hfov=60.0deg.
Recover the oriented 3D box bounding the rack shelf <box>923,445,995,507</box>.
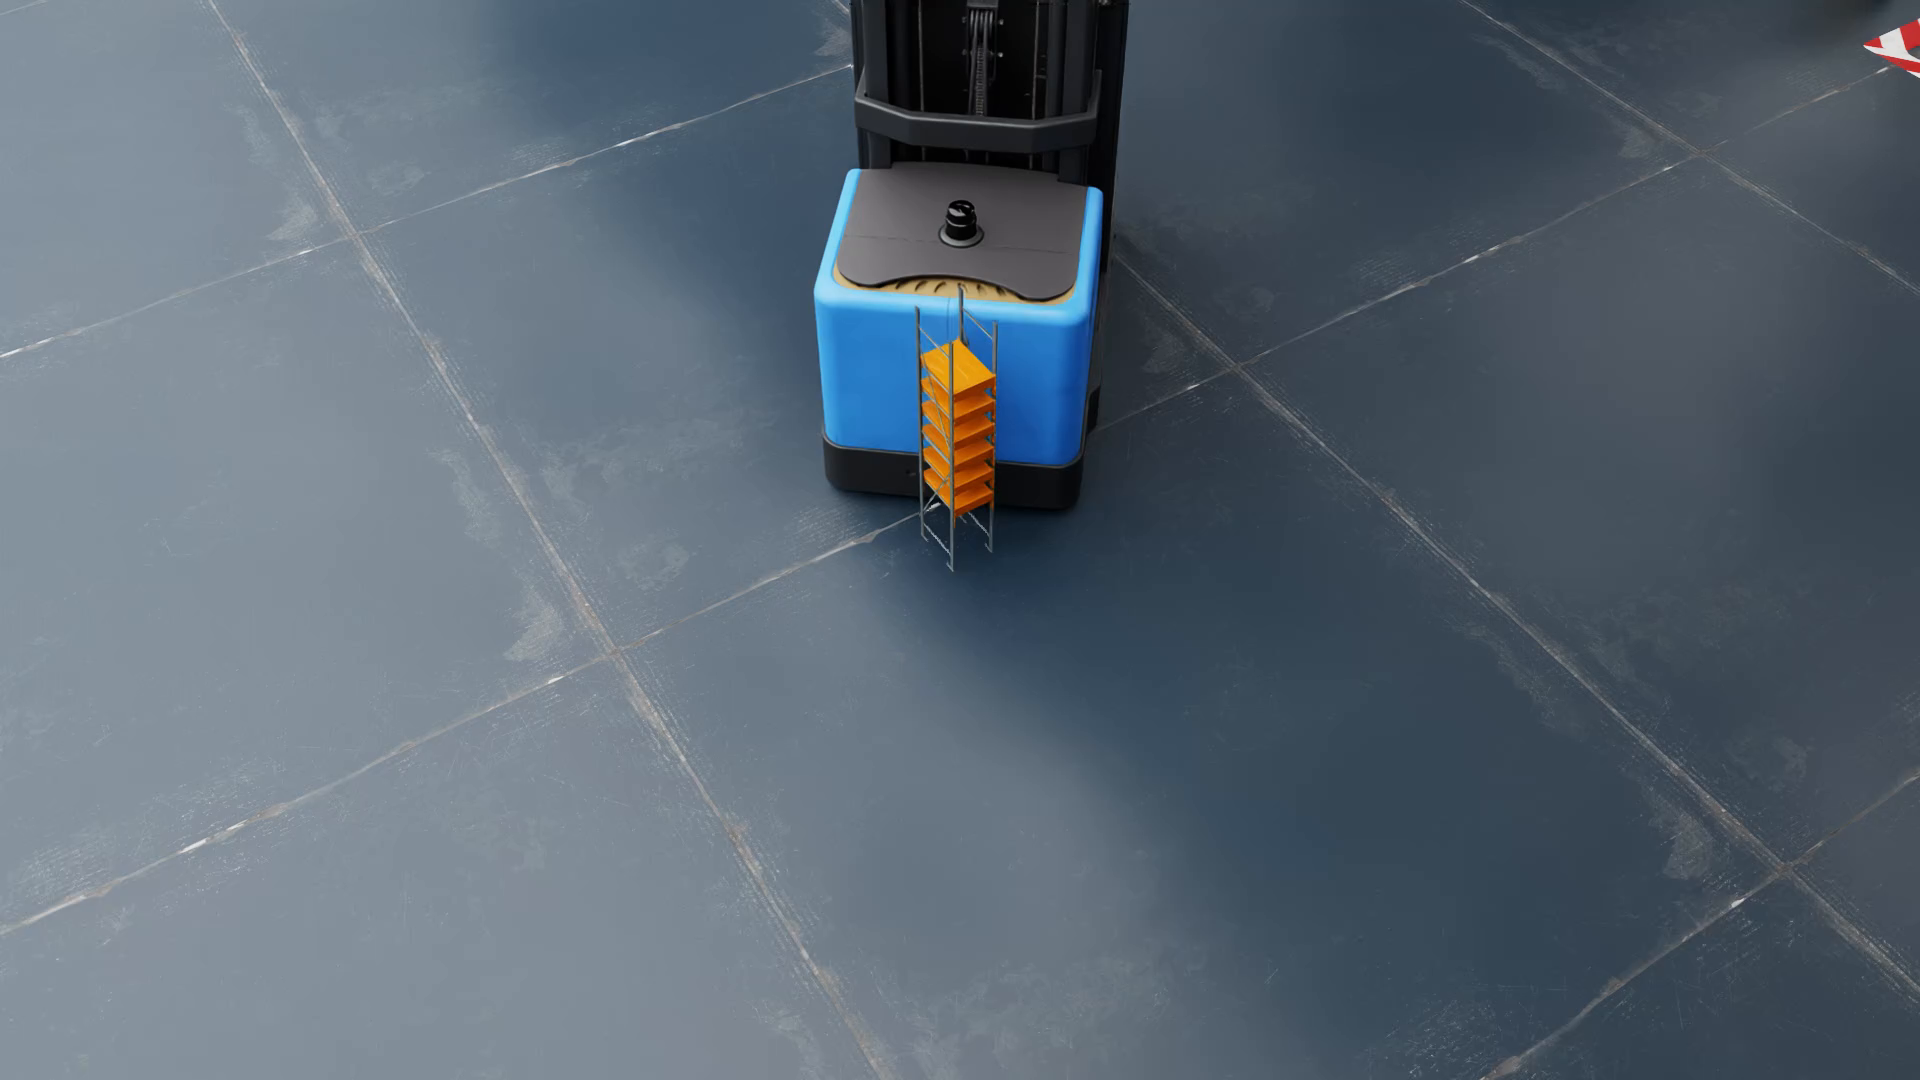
[{"bbox_3d":[-0.013,-0.274,6.355,0.180,0.103,0.258,-26,53,-21],"label":"rack shelf"}]

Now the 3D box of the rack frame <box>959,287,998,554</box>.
[{"bbox_3d":[0.063,-0.421,6.266,0.006,1.200,0.240,-26,53,-21],"label":"rack frame"}]

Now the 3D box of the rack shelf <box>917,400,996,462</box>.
[{"bbox_3d":[-0.013,-0.434,6.177,0.180,0.103,0.258,-26,53,-21],"label":"rack shelf"}]

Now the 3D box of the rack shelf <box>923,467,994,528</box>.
[{"bbox_3d":[-0.013,-0.194,6.445,0.180,0.103,0.258,-26,53,-21],"label":"rack shelf"}]

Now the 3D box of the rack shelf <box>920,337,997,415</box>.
[{"bbox_3d":[-0.014,-0.594,5.998,0.180,0.103,0.258,-26,53,-21],"label":"rack shelf"}]

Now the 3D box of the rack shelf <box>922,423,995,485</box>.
[{"bbox_3d":[-0.013,-0.354,6.266,0.180,0.103,0.258,-26,53,-21],"label":"rack shelf"}]

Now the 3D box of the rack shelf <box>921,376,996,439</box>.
[{"bbox_3d":[-0.013,-0.514,6.087,0.180,0.103,0.258,-26,53,-21],"label":"rack shelf"}]

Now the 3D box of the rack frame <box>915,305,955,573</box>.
[{"bbox_3d":[-0.090,-0.346,6.200,0.006,1.200,0.240,-26,53,-21],"label":"rack frame"}]

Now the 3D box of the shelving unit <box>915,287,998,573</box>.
[{"bbox_3d":[-0.013,-0.384,6.233,0.189,1.200,0.258,-26,53,-21],"label":"shelving unit"}]

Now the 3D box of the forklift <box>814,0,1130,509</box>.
[{"bbox_3d":[0.146,-2.213,6.703,1.130,2.935,3.031,5,49,5],"label":"forklift"}]
